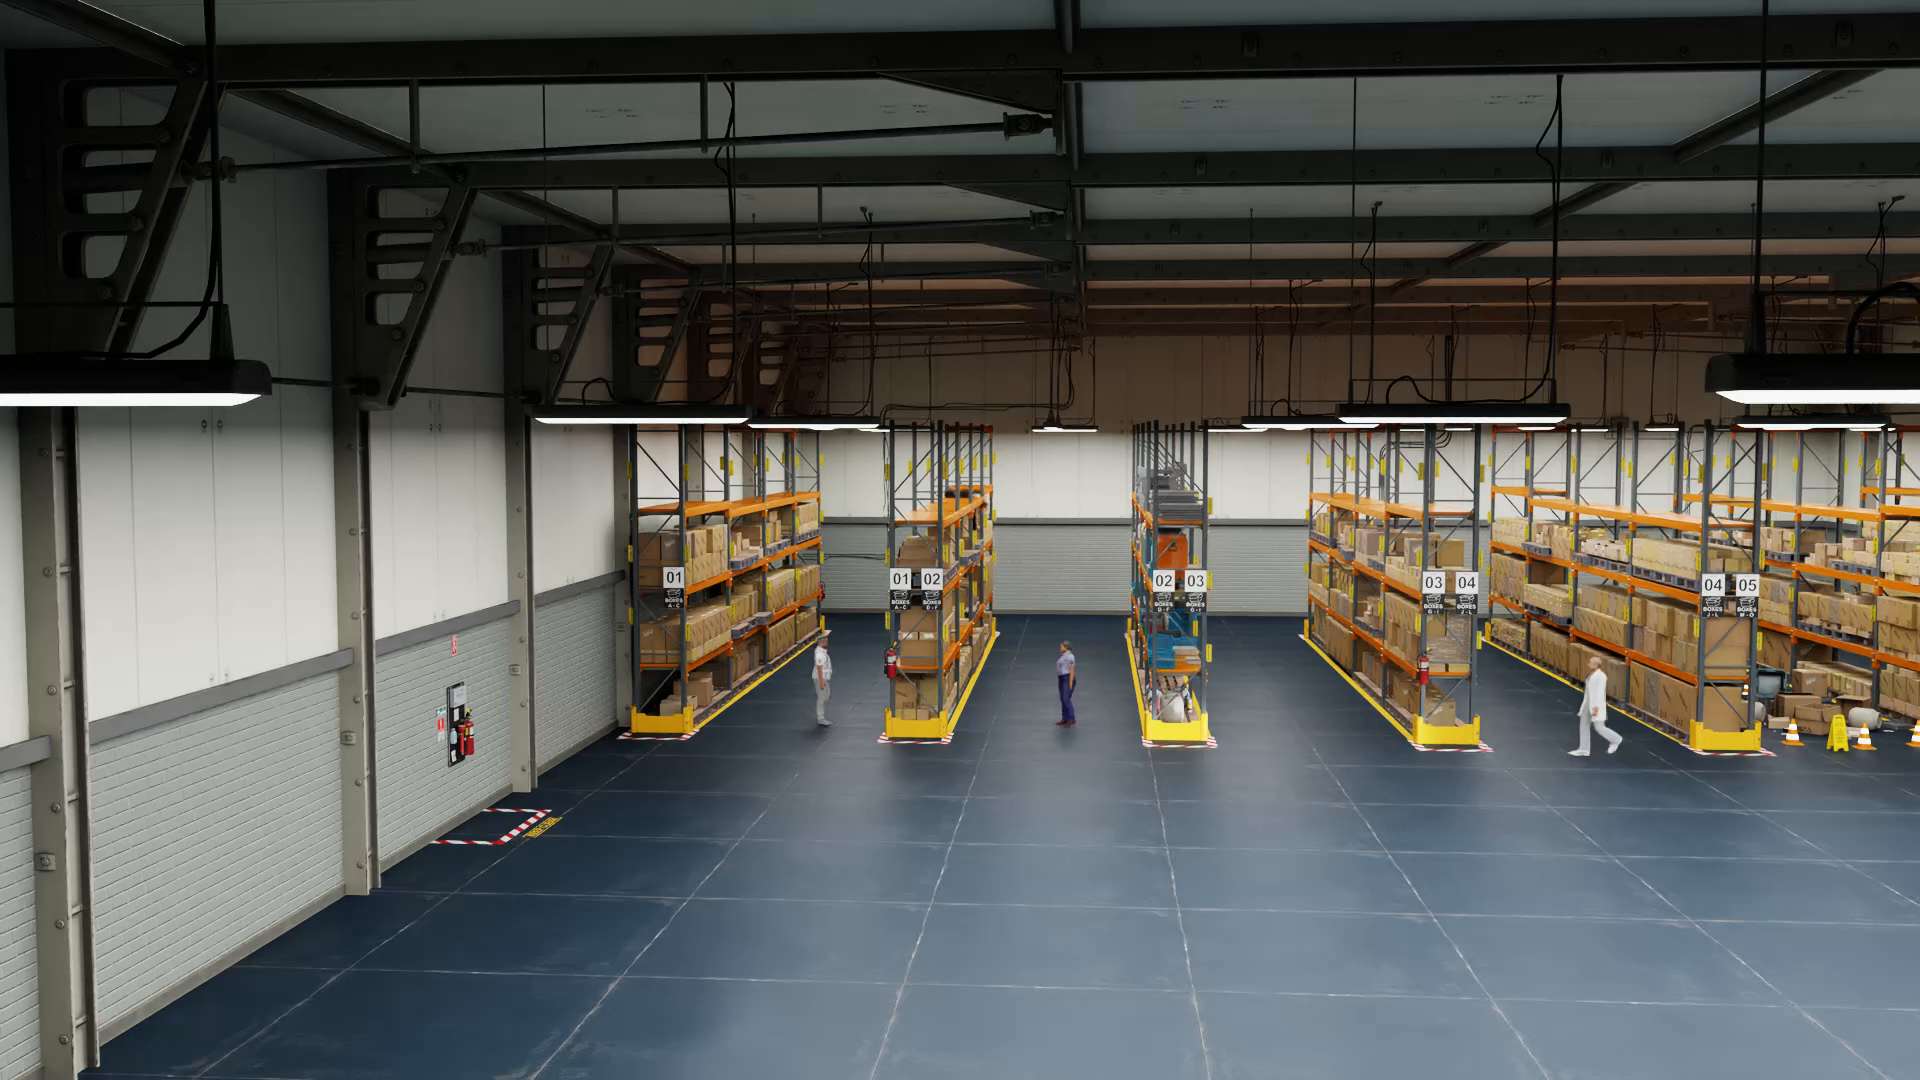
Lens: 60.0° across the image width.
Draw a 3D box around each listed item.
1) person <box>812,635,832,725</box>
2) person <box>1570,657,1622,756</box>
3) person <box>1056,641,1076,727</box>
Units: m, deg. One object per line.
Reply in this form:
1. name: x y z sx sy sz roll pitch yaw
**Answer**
1. person: -2.737 2.802 32.990 0.407 1.857 0.613 0 4 -1
2. person: 11.335 2.985 29.585 0.908 1.715 0.522 -1 4 -21
3. person: 2.080 2.838 32.815 0.377 1.694 0.553 -1 4 -15
